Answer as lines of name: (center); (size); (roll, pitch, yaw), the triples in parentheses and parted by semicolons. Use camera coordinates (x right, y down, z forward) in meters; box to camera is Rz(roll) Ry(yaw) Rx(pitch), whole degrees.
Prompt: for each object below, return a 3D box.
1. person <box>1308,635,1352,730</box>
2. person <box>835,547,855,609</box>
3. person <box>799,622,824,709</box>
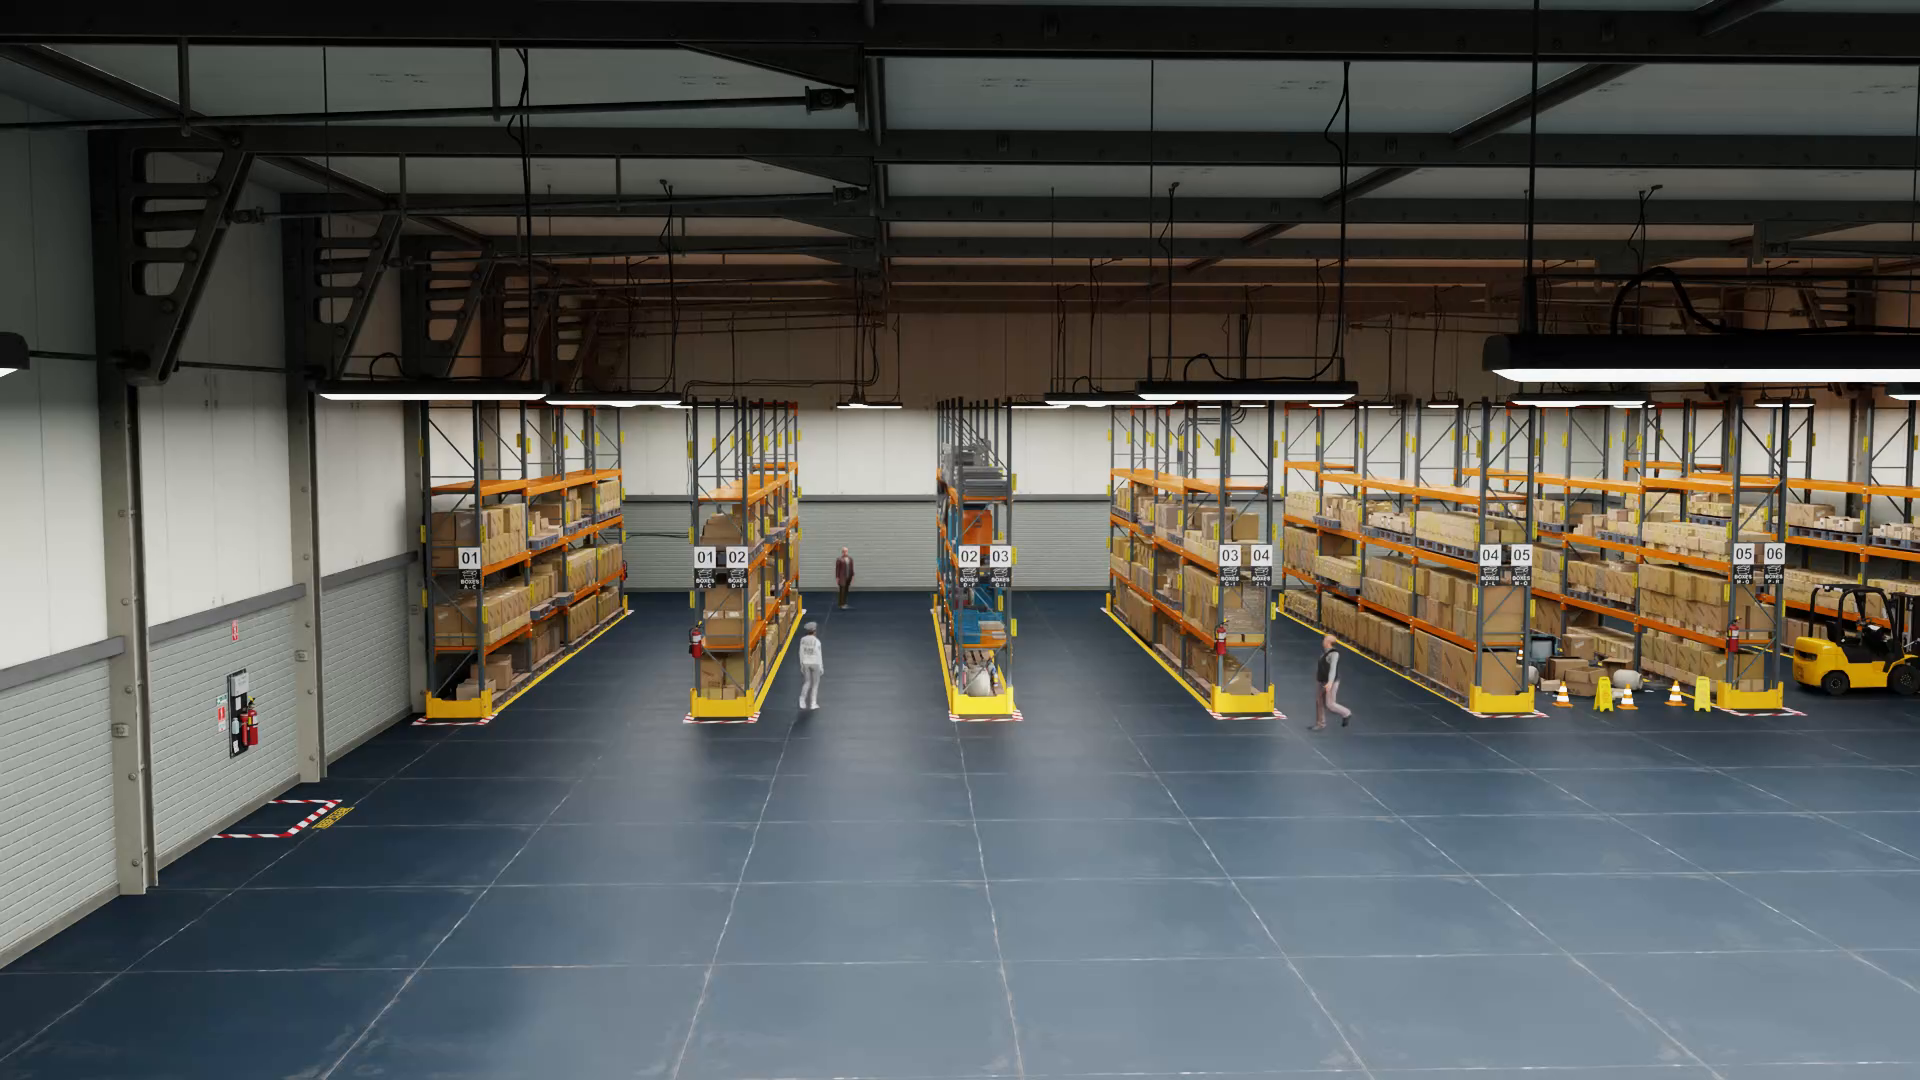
person: (6.638, 2.558, 29.807); (0.741, 1.716, 0.501); (-2, 5, -23)
person: (-3.340, 1.106, 48.370); (0.555, 1.786, 0.612); (4, 6, 44)
person: (-2.869, 2.409, 31.826); (0.495, 1.681, 0.499); (2, 5, 24)
